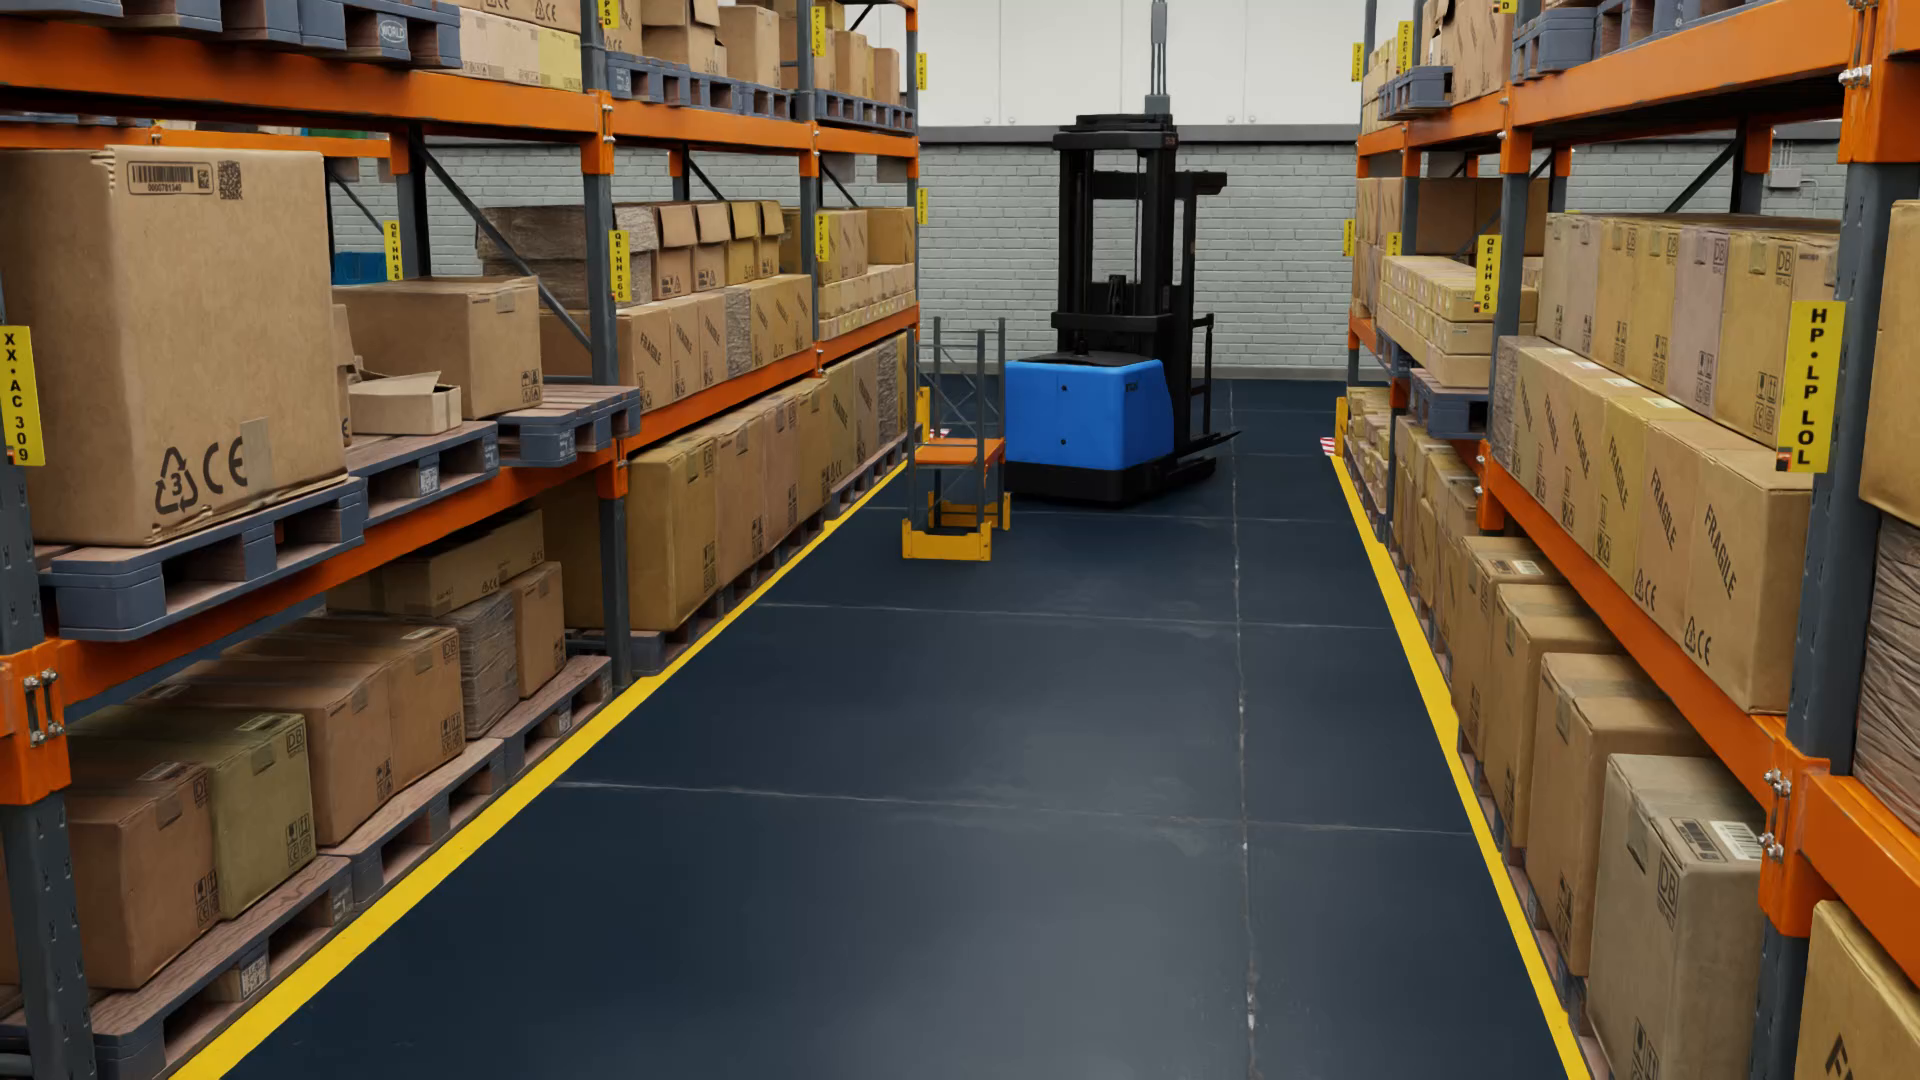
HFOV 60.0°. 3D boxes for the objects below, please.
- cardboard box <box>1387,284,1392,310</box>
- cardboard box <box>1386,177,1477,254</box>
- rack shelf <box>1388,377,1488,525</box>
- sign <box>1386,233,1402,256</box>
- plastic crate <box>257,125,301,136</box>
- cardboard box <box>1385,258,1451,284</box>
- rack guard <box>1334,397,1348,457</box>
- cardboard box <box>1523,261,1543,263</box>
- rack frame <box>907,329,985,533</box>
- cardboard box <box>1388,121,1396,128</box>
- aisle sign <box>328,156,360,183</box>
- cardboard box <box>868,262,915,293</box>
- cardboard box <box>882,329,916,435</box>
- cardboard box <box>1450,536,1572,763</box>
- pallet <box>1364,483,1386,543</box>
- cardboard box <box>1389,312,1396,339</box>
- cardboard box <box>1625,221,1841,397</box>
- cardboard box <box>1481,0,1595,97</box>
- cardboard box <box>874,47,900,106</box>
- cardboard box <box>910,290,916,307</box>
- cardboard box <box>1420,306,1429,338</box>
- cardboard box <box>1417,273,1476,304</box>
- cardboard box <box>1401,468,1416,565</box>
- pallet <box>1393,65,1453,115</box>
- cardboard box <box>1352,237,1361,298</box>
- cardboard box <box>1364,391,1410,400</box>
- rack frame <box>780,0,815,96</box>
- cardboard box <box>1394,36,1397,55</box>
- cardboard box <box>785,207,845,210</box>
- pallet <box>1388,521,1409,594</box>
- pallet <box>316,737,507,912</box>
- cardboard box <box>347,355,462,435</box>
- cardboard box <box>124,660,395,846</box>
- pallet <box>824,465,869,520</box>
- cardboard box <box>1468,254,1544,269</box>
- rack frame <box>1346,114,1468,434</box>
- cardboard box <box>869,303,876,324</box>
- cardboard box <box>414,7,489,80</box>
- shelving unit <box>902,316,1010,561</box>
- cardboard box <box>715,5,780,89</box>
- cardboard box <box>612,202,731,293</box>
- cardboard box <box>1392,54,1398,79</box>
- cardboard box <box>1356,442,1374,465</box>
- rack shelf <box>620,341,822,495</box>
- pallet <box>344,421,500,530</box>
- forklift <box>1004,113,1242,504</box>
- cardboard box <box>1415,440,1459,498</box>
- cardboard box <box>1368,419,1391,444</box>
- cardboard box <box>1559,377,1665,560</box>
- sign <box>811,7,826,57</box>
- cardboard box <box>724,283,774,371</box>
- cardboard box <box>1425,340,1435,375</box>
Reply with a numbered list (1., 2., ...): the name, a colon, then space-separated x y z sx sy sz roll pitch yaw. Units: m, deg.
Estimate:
1. cardboard box: 2.791 -1.464 10.061 0.380 0.149 0.250 2 12 10
2. cardboard box: 3.188 -2.201 11.269 0.500 0.500 0.500 1 12 7
3. rack shelf: 3.076 -0.643 9.066 1.077 0.370 4.000 2 12 9
4. sign: 2.846 -1.850 10.905 0.100 0.325 0.005 2 12 9
5. plastic crate: -5.854 -3.485 14.052 0.437 0.136 0.530 2 12 9
6. cardboard box: 2.831 -1.659 10.260 0.380 0.149 0.250 2 12 10
7. rack guard: 3.987 -1.006 14.975 1.175 0.500 0.348 2 12 9
8. cardboard box: 3.432 -1.585 9.915 0.380 0.149 0.250 1 12 7
9. rack frame: -0.091 -0.610 10.762 0.500 1.500 0.032 2 12 9
10. cardboard box: 3.280 -3.019 11.617 0.500 0.250 0.500 2 12 8
11. aisle sign: -6.064 -3.882 16.214 0.394 0.787 0.004 2 12 9
12. cardboard box: -0.699 -2.388 15.105 0.500 0.250 0.500 2 12 8
13. cardboard box: -0.906 -1.456 15.178 0.875 0.875 0.875 2 12 9
14. cardboard box: 2.585 0.440 6.676 1.050 0.750 0.750 2 12 8
15. pallet: 3.452 -0.189 11.869 1.003 0.211 1.213 2 12 9
16. cardboard box: 2.749 -1.265 9.841 0.380 0.149 0.250 2 12 9
17. cardboard box: 2.458 -0.704 5.032 0.700 0.500 0.500 2 12 8
18. cardboard box: 2.605 -2.221 7.321 0.500 0.500 0.500 2 12 9
19. cardboard box: -0.914 -4.085 14.737 0.700 0.500 0.500 1 12 5
20. cardboard box: -0.616 -2.218 15.262 0.380 0.149 0.250 2 12 10
21. cardboard box: 2.510 -1.087 8.309 0.380 0.149 0.250 2 12 9
22. cardboard box: 2.552 -1.281 8.506 0.380 0.149 0.250 2 12 9
23. cardboard box: 2.928 -0.139 9.956 0.500 0.500 0.500 2 12 11
24. pallet: 3.027 -2.445 9.043 1.213 0.211 1.003 2 12 9
25. cardboard box: 3.656 -2.354 14.351 0.500 0.500 0.500 2 12 11
26. cardboard box: 3.659 -1.187 14.239 0.380 0.149 0.250 2 12 10
27. rack frame: -1.502 -4.526 11.133 1.000 3.000 0.127 2 12 9
28. cardboard box: 3.313 -3.535 11.878 0.380 0.149 0.250 1 12 6
29. cardboard box: -1.305 -2.669 14.628 0.500 0.500 0.500 2 12 7
30. pallet: 3.265 0.114 10.463 1.003 0.211 1.213 2 12 9
31. pallet: -2.429 1.019 6.265 1.003 0.211 1.213 2 12 9
32. cardboard box: -2.107 -0.544 6.220 0.396 0.266 0.258 2 12 7
33. cardboard box: -2.439 0.737 5.843 0.700 0.500 0.500 1 12 4
34. pallet: -1.308 -0.386 12.781 1.003 0.211 1.213 2 12 9
35. cardboard box: 3.708 -1.700 11.320 0.500 0.500 0.500 2 12 8
36. rack frame: 3.998 -2.244 14.785 1.000 3.000 0.127 2 12 9
37. cardboard box: -0.890 -1.846 13.533 0.380 0.149 0.250 2 12 7
38. cardboard box: -2.091 -1.838 6.139 0.500 0.250 0.500 2 12 10
39. shelving unit: -0.012 -0.717 11.262 0.587 1.500 1.083 2 12 9
40. cardboard box: -1.582 -3.192 10.832 0.700 0.500 0.500 2 12 10
41. cardboard box: -1.789 -1.727 9.767 0.797 0.503 0.637 2 12 10
42. cardboard box: 3.294 -3.261 11.554 0.500 0.250 0.500 1 12 6
43. cardboard box: 3.394 -0.693 13.359 0.380 0.149 0.250 1 12 6
44. rack shelf: -1.810 -0.825 9.909 1.077 0.370 4.000 2 12 9
45. pallet: -2.381 -0.253 6.003 1.003 0.211 1.213 2 12 9
46. forklift: 1.496 -1.970 13.676 1.130 2.935 3.031 7 14 30
47. cardboard box: 2.846 -0.399 9.381 0.500 0.250 0.500 2 12 11
48. cardboard box: 3.279 -0.814 12.507 0.380 0.149 0.250 1 12 6
49. cardboard box: 2.200 -0.228 5.195 0.500 0.500 0.500 2 12 8
50. sign: -0.965 -3.450 11.289 0.100 0.325 0.005 2 12 9
51. cardboard box: -1.461 -1.324 10.279 0.500 0.500 0.500 2 12 8
52. cardboard box: 2.469 -0.884 8.074 0.380 0.149 0.250 2 12 10
